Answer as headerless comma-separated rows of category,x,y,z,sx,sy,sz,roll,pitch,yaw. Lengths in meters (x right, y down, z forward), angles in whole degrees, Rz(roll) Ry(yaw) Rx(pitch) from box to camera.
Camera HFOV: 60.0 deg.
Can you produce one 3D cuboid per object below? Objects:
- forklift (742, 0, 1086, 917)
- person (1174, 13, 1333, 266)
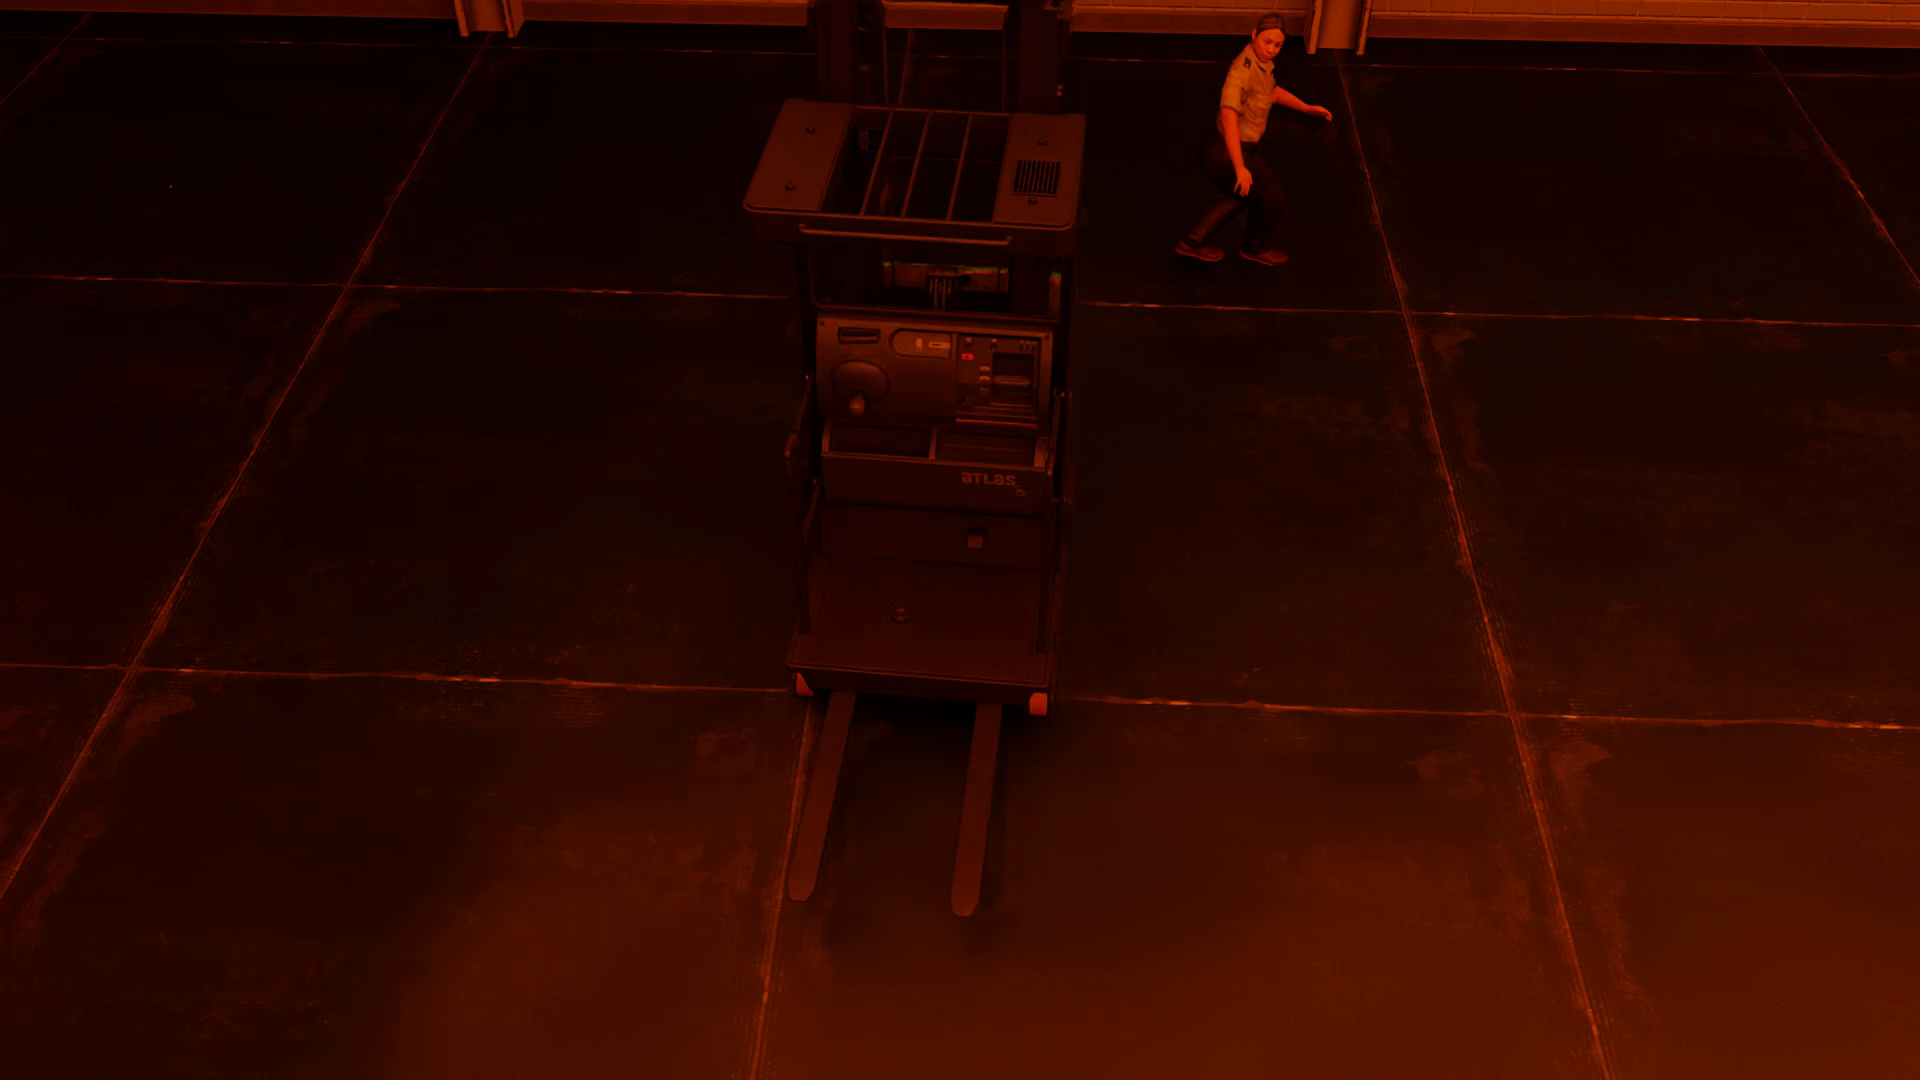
forklift,-0.125,-0.581,6.378,1.130,2.935,3.031,4,43,5
person,1.637,-2.103,9.110,0.808,1.527,0.804,-1,42,-1
